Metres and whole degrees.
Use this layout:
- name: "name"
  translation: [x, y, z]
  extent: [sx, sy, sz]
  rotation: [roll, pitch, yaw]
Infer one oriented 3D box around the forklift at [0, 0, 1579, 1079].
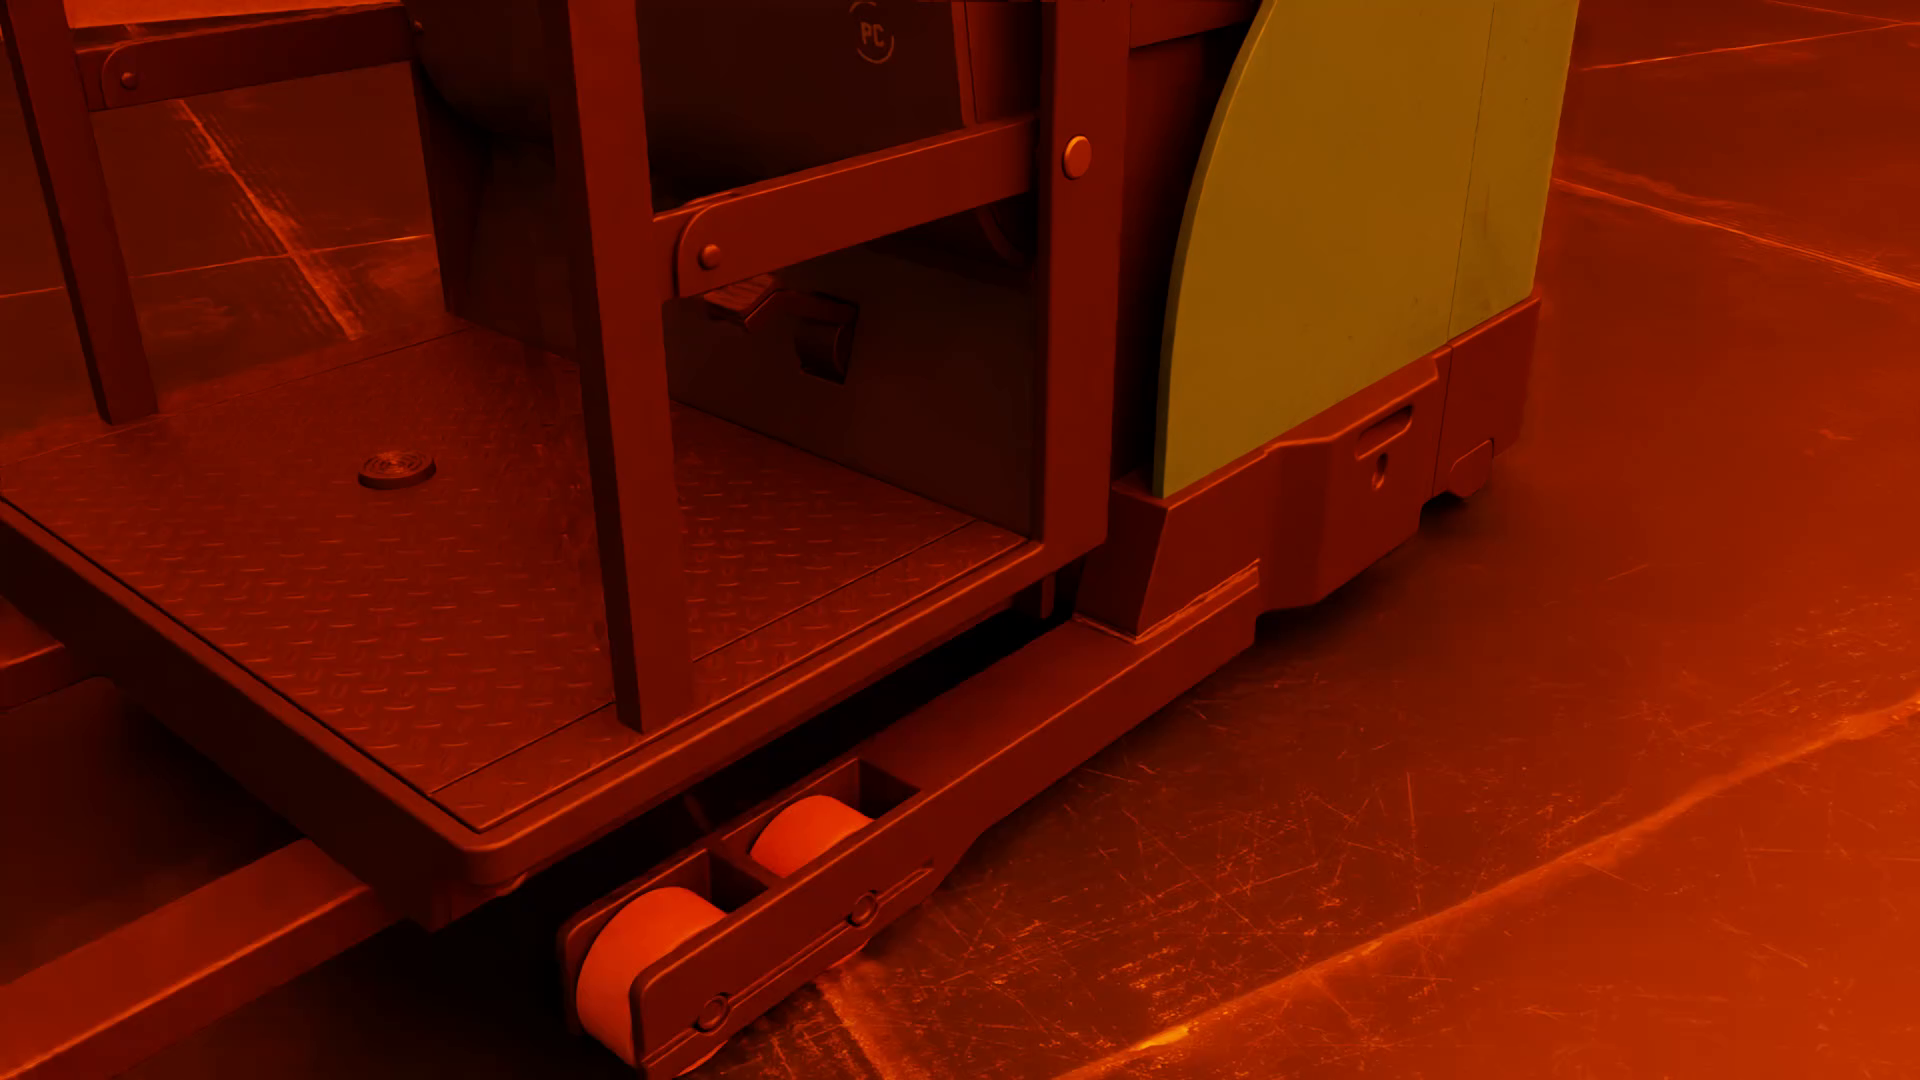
- name: "forklift"
  translation: [-0.452, -1.075, 1.379]
  extent: [1.130, 2.935, 3.031]
  rotation: [22, 34, 36]
